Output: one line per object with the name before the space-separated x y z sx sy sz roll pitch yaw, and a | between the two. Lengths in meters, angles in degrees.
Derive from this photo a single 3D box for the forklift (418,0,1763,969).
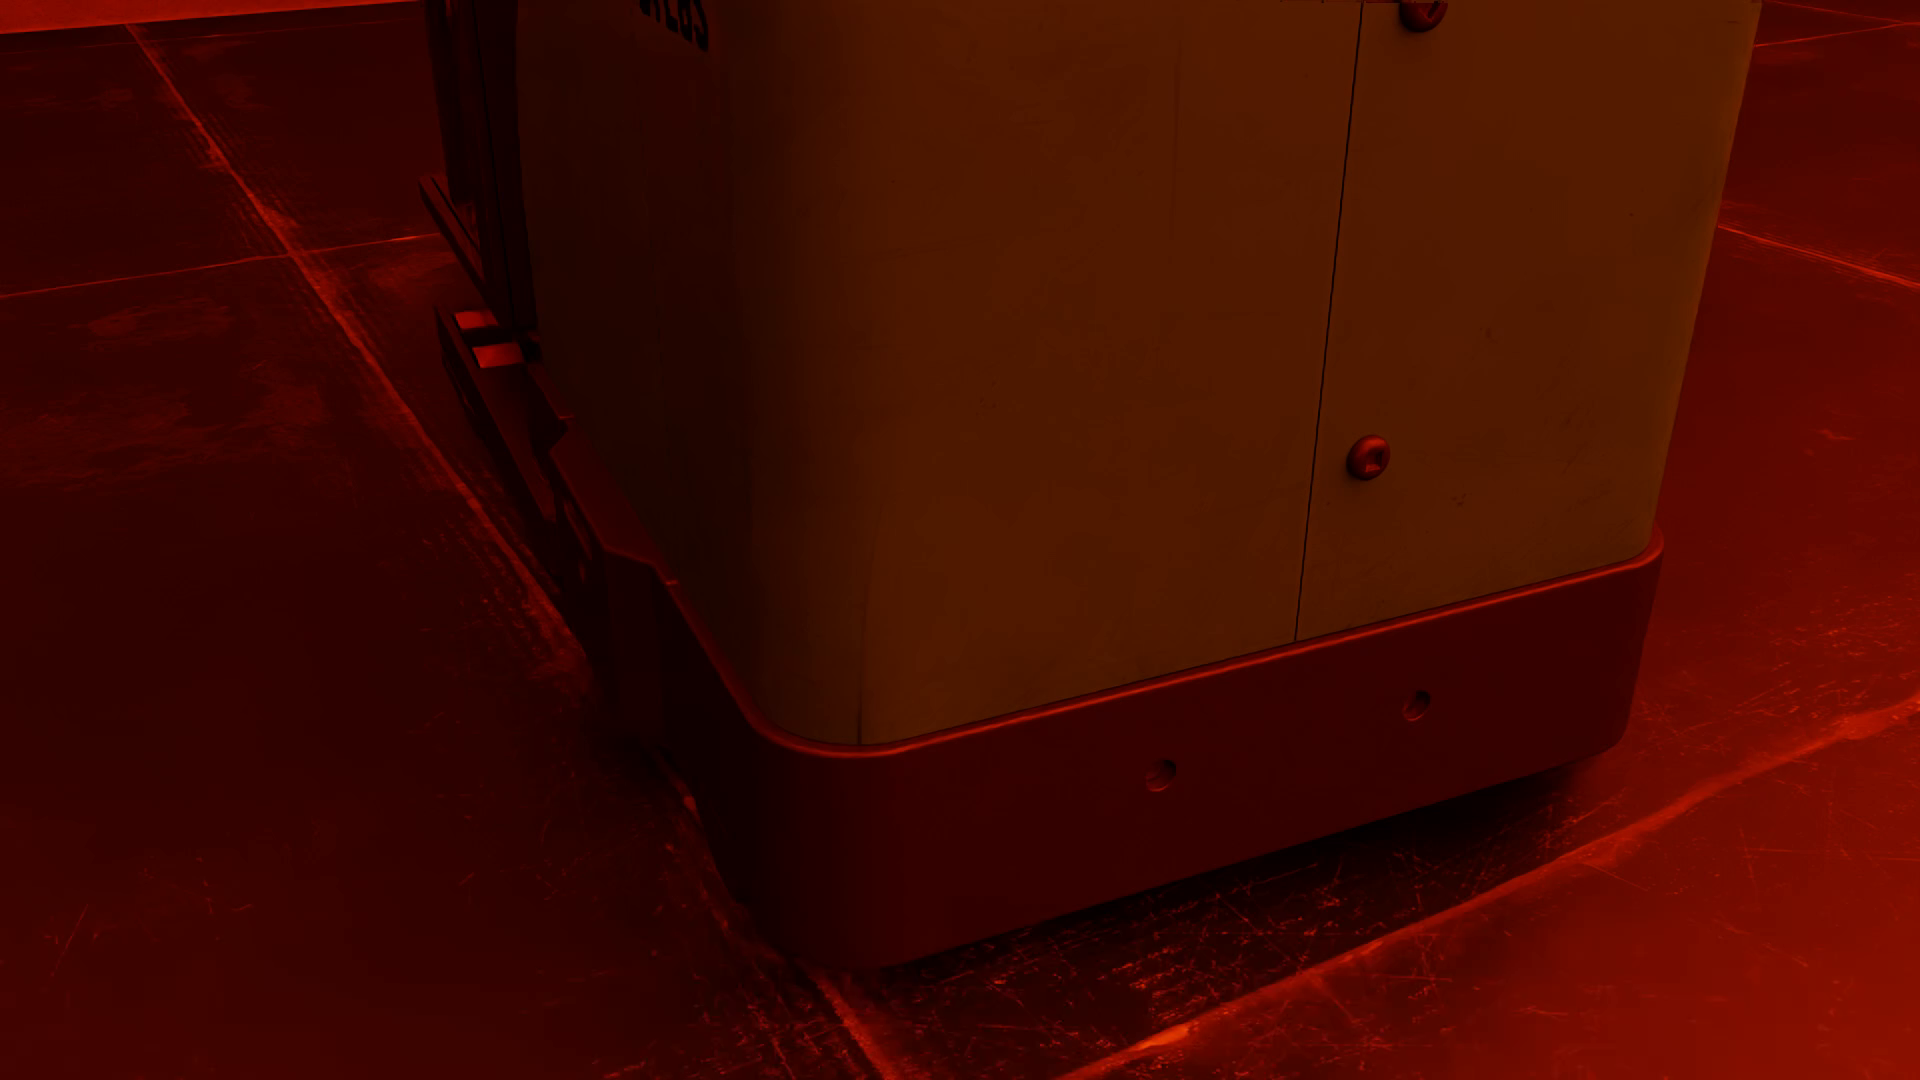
forklift | -0.291 -1.548 2.313 1.130 2.935 3.031 -11 29 -21
